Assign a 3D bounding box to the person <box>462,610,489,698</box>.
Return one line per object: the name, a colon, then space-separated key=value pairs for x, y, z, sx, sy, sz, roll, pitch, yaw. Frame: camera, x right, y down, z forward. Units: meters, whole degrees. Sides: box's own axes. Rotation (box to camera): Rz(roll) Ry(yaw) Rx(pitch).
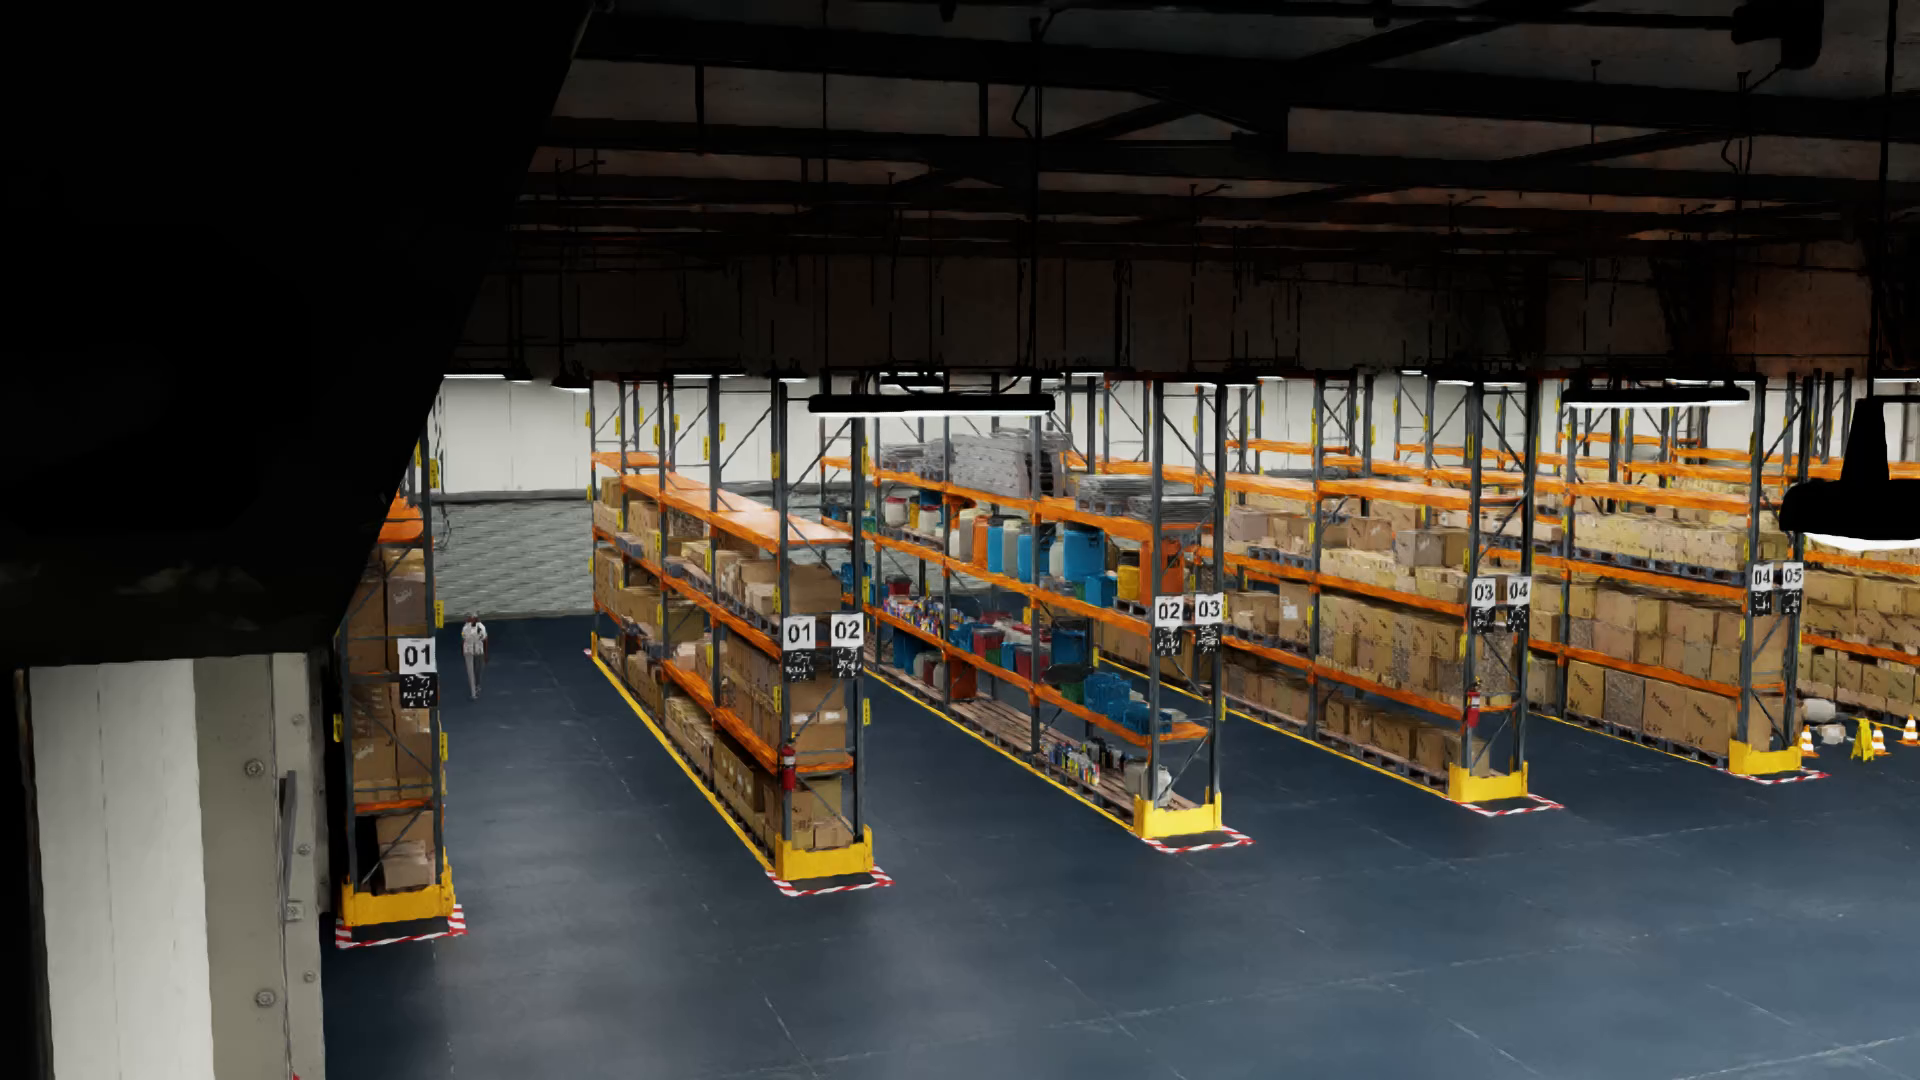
person: x=-8.990 y=2.077 z=30.847 sx=0.463 sy=1.625 sz=0.989 roll=-2 pitch=7 yaw=-21
